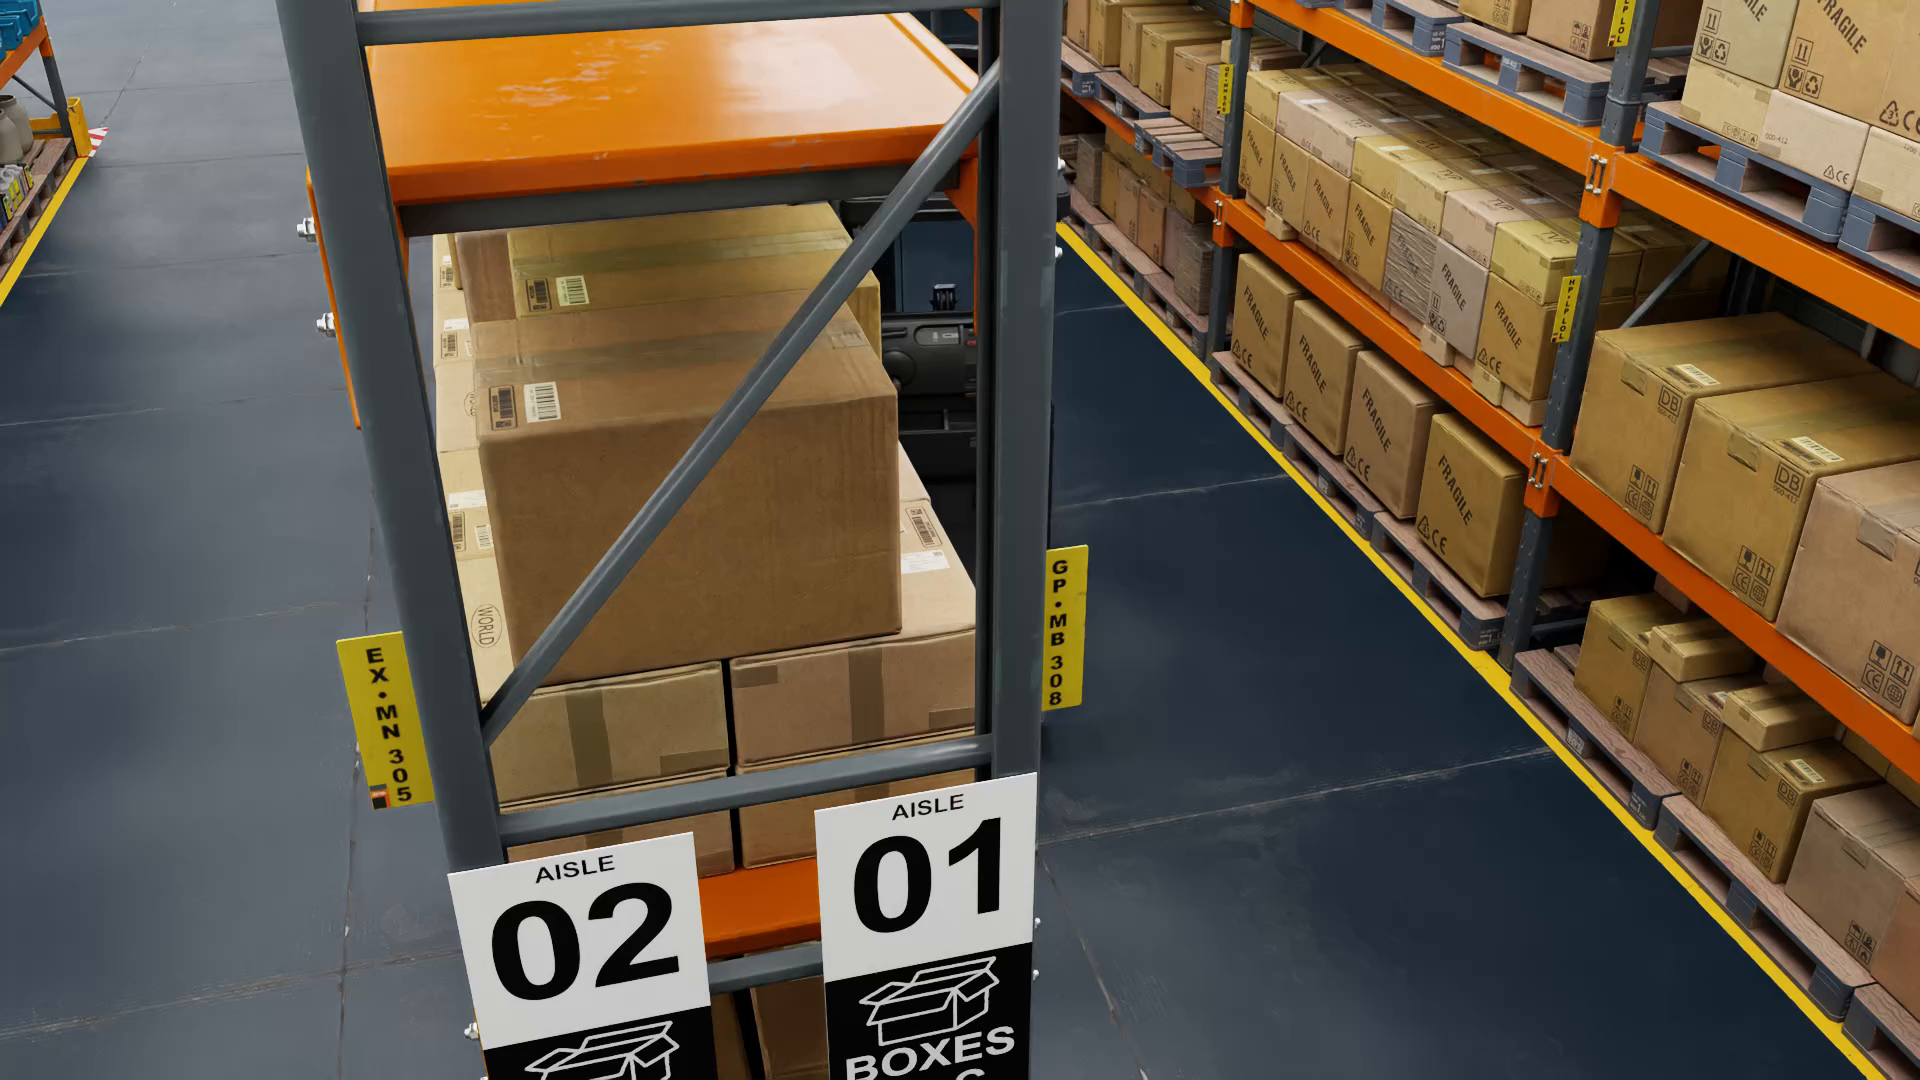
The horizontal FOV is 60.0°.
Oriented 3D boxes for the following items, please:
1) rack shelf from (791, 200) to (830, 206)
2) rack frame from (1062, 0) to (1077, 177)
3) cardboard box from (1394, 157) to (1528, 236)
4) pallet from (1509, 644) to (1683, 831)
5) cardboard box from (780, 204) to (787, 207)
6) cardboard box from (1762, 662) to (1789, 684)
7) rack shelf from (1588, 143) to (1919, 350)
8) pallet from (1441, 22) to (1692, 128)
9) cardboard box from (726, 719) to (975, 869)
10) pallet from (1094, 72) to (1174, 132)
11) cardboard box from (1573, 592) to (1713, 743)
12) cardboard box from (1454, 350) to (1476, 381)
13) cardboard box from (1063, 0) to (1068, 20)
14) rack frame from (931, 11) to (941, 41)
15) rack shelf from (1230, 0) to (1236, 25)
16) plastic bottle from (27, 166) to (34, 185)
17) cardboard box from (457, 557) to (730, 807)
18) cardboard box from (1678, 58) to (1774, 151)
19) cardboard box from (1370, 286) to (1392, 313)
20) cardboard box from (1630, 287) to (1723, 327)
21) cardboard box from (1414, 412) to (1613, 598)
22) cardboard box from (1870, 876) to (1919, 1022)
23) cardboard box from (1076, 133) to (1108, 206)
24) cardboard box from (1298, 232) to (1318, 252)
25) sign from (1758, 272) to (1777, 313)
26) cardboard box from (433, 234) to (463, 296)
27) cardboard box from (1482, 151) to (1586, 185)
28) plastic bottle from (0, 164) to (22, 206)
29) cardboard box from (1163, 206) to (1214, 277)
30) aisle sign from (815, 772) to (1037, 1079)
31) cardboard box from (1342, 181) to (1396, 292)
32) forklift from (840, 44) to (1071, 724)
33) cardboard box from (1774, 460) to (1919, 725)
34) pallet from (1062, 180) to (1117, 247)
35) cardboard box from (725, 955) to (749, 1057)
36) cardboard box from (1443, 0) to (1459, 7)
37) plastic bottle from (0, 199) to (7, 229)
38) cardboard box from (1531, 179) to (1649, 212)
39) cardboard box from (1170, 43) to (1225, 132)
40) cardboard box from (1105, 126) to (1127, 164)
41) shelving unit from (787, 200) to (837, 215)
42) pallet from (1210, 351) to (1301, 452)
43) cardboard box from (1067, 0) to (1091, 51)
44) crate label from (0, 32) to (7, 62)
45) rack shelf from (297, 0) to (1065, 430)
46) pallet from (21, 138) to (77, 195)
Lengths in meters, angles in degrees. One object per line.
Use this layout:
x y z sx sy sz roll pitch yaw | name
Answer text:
-1.047 -1.904 9.804 0.480 0.518 0.431 23 37 34 | rack shelf
1.233 -4.551 14.850 1.000 3.000 0.127 -8 31 -13 | rack frame
2.724 -1.879 9.068 0.500 0.250 0.500 -7 31 -12 | cardboard box
3.483 0.897 8.221 1.003 0.211 1.213 -8 31 -13 | pallet
-0.839 -0.849 4.362 0.700 0.500 0.500 -8 31 -13 | cardboard box
3.821 0.592 7.393 0.380 0.149 0.250 -9 31 -15 | cardboard box
3.887 -0.708 5.935 1.077 0.370 4.000 -8 31 -13 | rack shelf
3.065 -2.339 8.225 0.805 0.209 1.217 -9 31 -15 | pallet
-0.248 0.390 3.469 0.500 0.250 0.500 -8 31 -13 | cardboard box
1.730 -3.487 13.203 1.003 0.211 1.213 -8 31 -13 | pallet
3.456 0.587 8.048 0.700 0.500 0.500 -7 31 -13 | cardboard box
2.879 -0.963 8.881 0.380 0.149 0.250 -7 31 -12 | cardboard box
0.809 -5.007 15.018 0.500 0.500 0.500 -8 31 -13 | cardboard box
0.171 -6.483 18.188 1.000 3.000 0.127 -8 31 -13 | rack frame
1.764 -4.572 12.610 1.077 0.370 4.000 -8 31 -13 | rack shelf
-8.470 -3.317 15.071 0.097 0.201 0.097 0 30 0 | plastic bottle
-0.739 0.241 3.227 0.500 0.250 0.500 -8 31 -13 | cardboard box
3.285 -1.777 6.693 0.500 0.250 0.500 -8 31 -13 | cardboard box
2.639 -1.462 9.744 0.380 0.149 0.250 -7 31 -12 | cardboard box
3.477 -1.124 8.512 0.500 0.500 0.500 -9 31 -15 | cardboard box
3.058 -0.236 9.120 0.750 0.750 0.750 -7 31 -13 | cardboard box
4.003 1.578 6.337 0.700 0.500 0.500 -8 31 -13 | cardboard box
1.444 -3.307 14.756 0.700 0.500 0.500 -7 31 -12 | cardboard box
2.392 -1.962 10.607 0.380 0.149 0.250 -8 31 -14 | cardboard box
3.891 -1.171 8.067 0.100 0.325 0.005 -8 31 -13 | sign
-1.273 -0.725 4.895 0.500 0.250 0.500 -8 31 -13 | cardboard box
3.202 -1.943 9.178 0.500 0.250 0.500 -9 31 -15 | cardboard box
-8.345 -3.109 14.564 0.144 0.351 0.185 -7 31 -11 | plastic bottle
2.029 -2.333 13.074 0.700 0.500 0.500 -8 31 -13 | cardboard box
-0.056 0.774 3.055 0.394 0.787 0.004 -8 31 -13 | aisle sign
2.583 -1.787 9.658 0.500 0.500 0.500 -7 31 -12 | cardboard box
-0.050 -0.936 8.673 1.130 2.935 3.031 -2 30 -4 | forklift
3.876 0.150 6.428 0.980 0.700 0.700 -9 31 -16 | cardboard box
1.441 -2.969 14.899 1.003 0.211 1.213 -8 31 -13 | pallet
-0.367 0.928 4.286 0.500 0.500 0.500 -8 31 -13 | cardboard box
2.947 -3.170 8.930 0.700 0.500 0.500 -8 31 -13 | cardboard box
-8.183 -2.814 14.054 0.144 0.351 0.185 -9 31 -15 | plastic bottle
3.340 -1.701 8.761 0.500 0.250 0.500 -7 31 -13 | cardboard box
1.986 -3.345 12.227 0.700 0.500 0.500 -11 32 -18 | cardboard box
1.564 -3.419 14.201 0.500 0.250 0.500 -8 31 -14 | cardboard box
-1.047 -1.310 10.148 0.503 2.100 0.431 23 37 34 | shelving unit
2.431 -1.022 11.536 1.003 0.211 1.213 -8 31 -13 | pallet
1.335 -4.535 14.282 0.700 0.500 0.500 -8 31 -13 | cardboard box
-8.631 -4.328 14.430 0.502 0.435 0.616 -8 31 -13 | crate label
-0.888 -1.345 4.043 1.077 0.370 4.000 -8 31 -13 | rack shelf
-9.105 -3.536 15.879 1.003 0.211 1.213 -8 31 -13 | pallet
